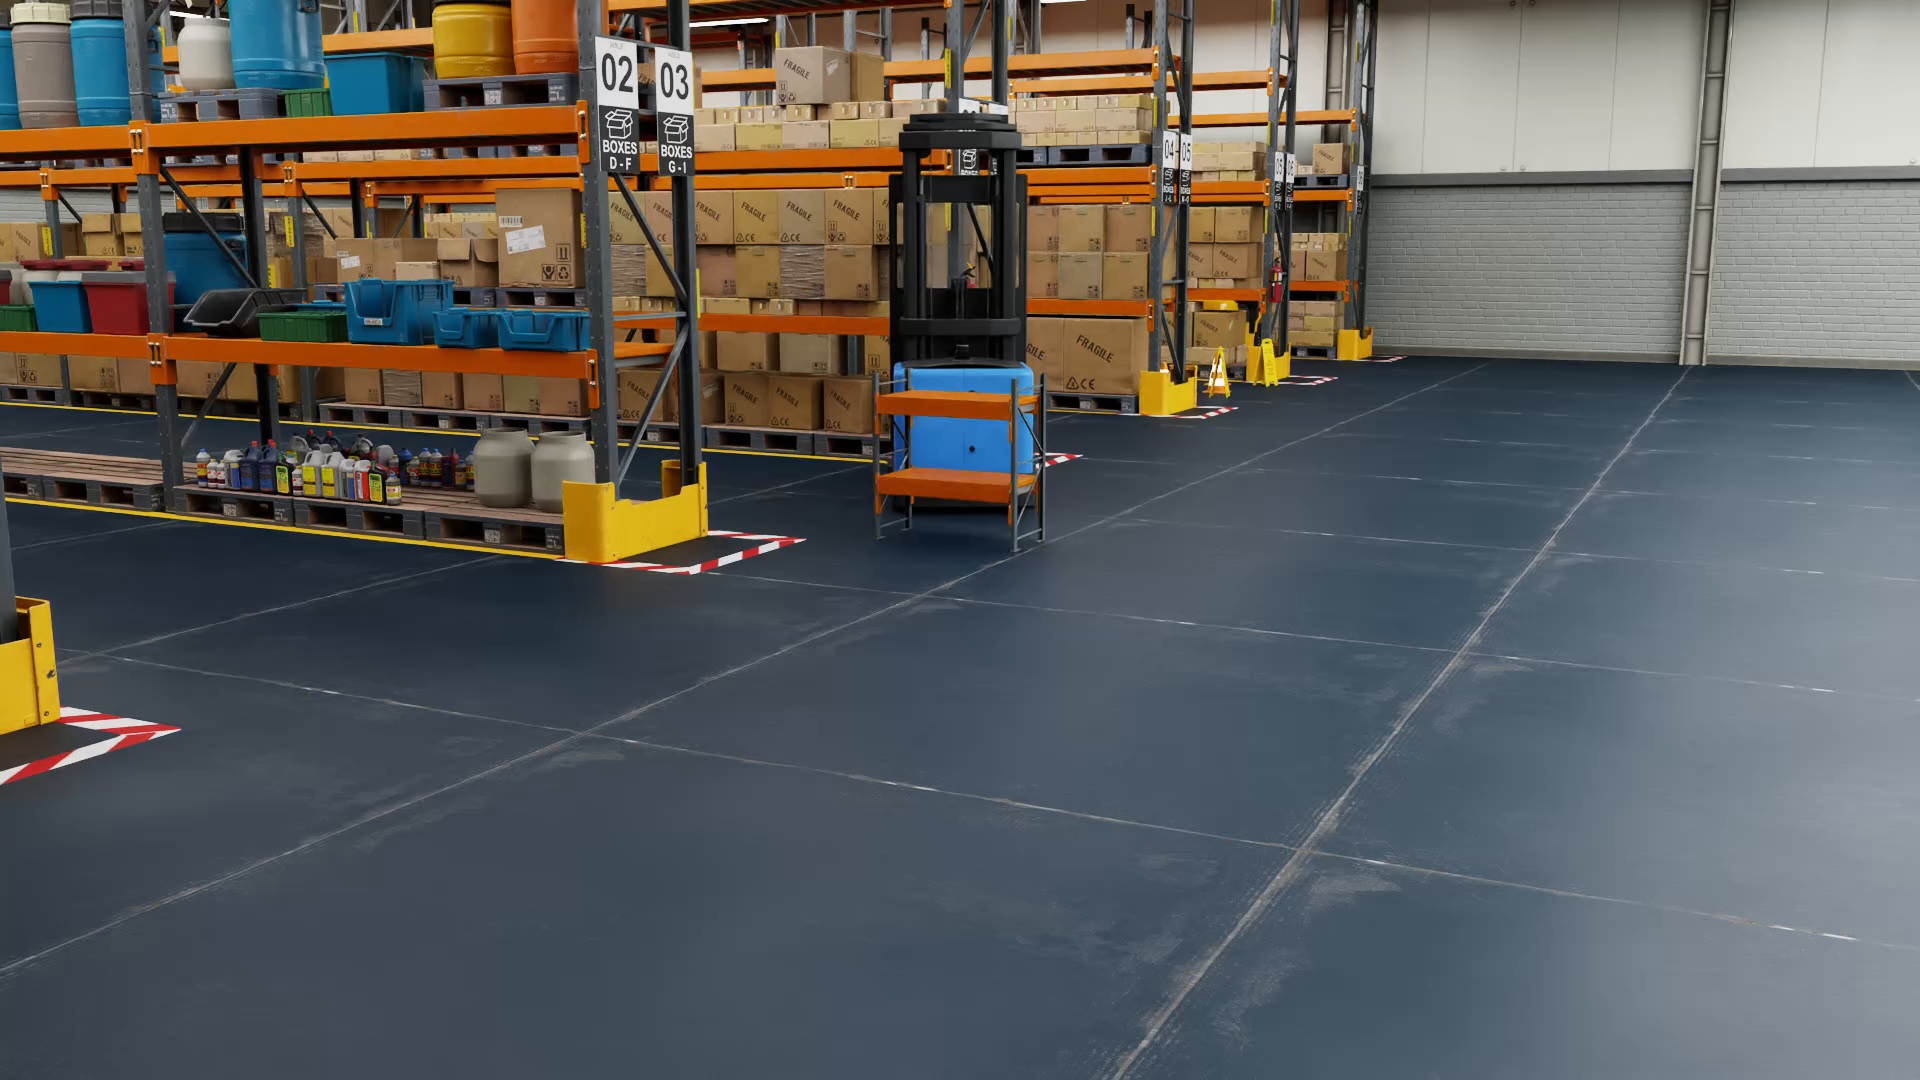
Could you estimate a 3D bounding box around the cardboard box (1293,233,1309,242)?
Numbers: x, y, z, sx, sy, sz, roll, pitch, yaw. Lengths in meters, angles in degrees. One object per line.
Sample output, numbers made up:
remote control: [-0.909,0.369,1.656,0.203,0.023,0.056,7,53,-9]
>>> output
cardboard box: [5.842,-5.143,28.285,0.250,0.149,0.380,5,12,27]

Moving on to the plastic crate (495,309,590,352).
plastic crate: [-2.613,-1.354,10.708,0.616,0.251,0.499,5,11,26]

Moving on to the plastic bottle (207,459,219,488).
plastic bottle: [-5.436,-0.487,12.122,0.097,0.201,0.097,0,10,0]

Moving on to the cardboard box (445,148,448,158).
cardboard box: [-5.580,-4.184,17.925,0.500,0.250,0.500,5,12,27]

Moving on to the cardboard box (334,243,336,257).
cardboard box: [-8.875,-4.145,24.595,0.500,0.500,0.500,5,11,26]

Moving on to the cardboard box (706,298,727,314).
cardboard box: [-2.236,-2.259,15.994,0.250,0.149,0.380,5,11,26]

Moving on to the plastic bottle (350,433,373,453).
plastic bottle: [-4.452,-0.619,12.429,0.185,0.351,0.144,5,11,25]

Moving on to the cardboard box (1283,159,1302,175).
cardboard box: [5.633,-6.305,28.140,0.258,0.266,0.396,5,11,26]

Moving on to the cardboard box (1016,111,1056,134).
cardboard box: [0.985,-4.889,19.522,0.500,0.250,0.500,5,11,25]

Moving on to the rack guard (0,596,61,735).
rack guard: [-4.205,0.587,6.583,0.348,0.500,1.175,5,11,26]

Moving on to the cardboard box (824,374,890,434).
cardboard box: [-0.944,-1.297,15.813,0.500,0.500,0.500,9,14,41]

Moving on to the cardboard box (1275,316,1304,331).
cardboard box: [5.718,-3.732,28.565,0.500,0.250,0.500,5,11,25]

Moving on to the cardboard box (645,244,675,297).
cardboard box: [-2.618,-2.647,16.318,0.500,0.500,0.875,5,11,26]

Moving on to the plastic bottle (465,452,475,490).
plastic bottle: [-3.520,-0.502,12.009,0.097,0.271,0.097,0,10,0]

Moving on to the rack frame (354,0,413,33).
rack frame: [-8.316,-6.909,24.135,0.127,3.000,1.000,5,11,26]

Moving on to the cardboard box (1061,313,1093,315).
cardboard box: [1.853,-3.217,25.021,0.500,0.500,0.500,6,12,28]

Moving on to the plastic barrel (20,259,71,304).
plastic barrel: [-7.426,-2.020,13.588,0.433,0.535,0.433,0,10,0]

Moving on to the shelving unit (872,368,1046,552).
shelving unit: [-0.006,-0.554,11.133,1.048,1.125,0.538,5,11,26]

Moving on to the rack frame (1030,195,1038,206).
rack frame: [0.958,-4.125,25.598,0.127,3.000,1.000,5,11,26]

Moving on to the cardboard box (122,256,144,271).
cardboard box: [-9.400,-3.066,19.470,0.500,0.500,0.500,5,11,25]

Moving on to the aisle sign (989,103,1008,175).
aisle sign: [0.348,-3.549,15.118,0.004,0.787,0.394,5,11,26]

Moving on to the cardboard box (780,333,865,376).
cardboard box: [-1.738,-2.460,21.540,0.750,0.750,1.050,5,11,26]

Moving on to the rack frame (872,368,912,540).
rack frame: [-0.462,-0.594,11.354,0.032,1.125,0.500,5,11,26]

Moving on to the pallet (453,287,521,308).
pallet: [-5.221,-2.613,17.786,1.213,0.211,1.003,5,11,26]

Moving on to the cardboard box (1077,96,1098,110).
cardboard box: [1.540,-5.024,19.151,0.250,0.149,0.380,5,12,27]

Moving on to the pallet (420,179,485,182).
pallet: [-6.878,-5.193,23.607,1.003,0.211,1.213,5,11,26]

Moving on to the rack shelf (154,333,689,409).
rack shelf: [-3.825,-1.239,11.675,4.000,0.370,1.077,5,11,26]

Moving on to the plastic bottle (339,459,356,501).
plastic bottle: [-4.211,-0.422,11.551,0.135,0.276,0.152,5,11,24]

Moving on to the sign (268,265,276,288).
sign: [-5.365,-1.974,12.938,0.005,0.325,0.100,5,11,26]

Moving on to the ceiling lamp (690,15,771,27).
ceiling lamp: [-4.244,-10.955,30.104,2.000,3.185,0.800,5,11,26]

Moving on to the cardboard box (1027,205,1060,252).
cardboard box: [1.153,-3.746,20.052,0.550,0.550,0.875,5,11,26]

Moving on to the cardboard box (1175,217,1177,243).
cardboard box: [3.037,-4.567,24.120,0.500,0.500,0.700,5,11,25]

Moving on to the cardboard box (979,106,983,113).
cardboard box: [0.015,-3.884,15.146,0.250,0.149,0.380,5,11,25]

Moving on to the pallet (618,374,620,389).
pallet: [-4.055,-2.195,22.766,1.213,0.211,1.003,5,11,26]

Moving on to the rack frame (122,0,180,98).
rack frame: [-5.619,-4.703,11.948,0.127,3.000,1.000,5,11,26]

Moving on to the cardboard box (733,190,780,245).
cardboard box: [-1.786,-3.037,15.666,0.500,0.500,0.500,5,11,26]

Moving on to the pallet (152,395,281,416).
pallet: [-8.778,-1.656,19.785,1.213,0.211,1.003,5,11,26]

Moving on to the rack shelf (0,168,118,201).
rack shelf: [-12.395,-4.452,21.004,4.000,0.370,1.077,5,11,26]

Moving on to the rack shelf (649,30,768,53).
rack shelf: [-5.817,-9.939,33.568,4.000,0.370,1.077,5,11,26]

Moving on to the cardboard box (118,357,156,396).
cardboard box: [-9.217,-2.216,19.839,0.875,0.875,1.225,5,11,24]

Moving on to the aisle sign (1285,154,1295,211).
aisle sign: [4.737,-5.133,23.871,0.004,0.787,0.394,5,11,26]

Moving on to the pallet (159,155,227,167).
pallet: [-8.619,-4.370,19.062,1.213,0.211,1.003,6,12,28]

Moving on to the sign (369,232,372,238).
sign: [-8.549,-4.295,24.110,0.005,0.325,0.100,5,11,26]

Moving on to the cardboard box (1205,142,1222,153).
cardboard box: [3.660,-5.577,23.668,0.250,0.149,0.380,5,11,25]

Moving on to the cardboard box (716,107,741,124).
cardboard box: [-2.086,-3.969,15.615,0.250,0.149,0.380,5,11,25]

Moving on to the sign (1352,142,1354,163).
sign: [6.485,-6.390,27.426,0.005,0.325,0.100,5,11,26]

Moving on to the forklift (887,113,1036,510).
forklift: [-0.025,-1.882,13.397,1.130,2.935,3.031,0,10,-2]

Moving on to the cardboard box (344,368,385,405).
cardboard box: [-6.405,-1.794,18.504,0.500,0.500,0.700,4,11,23]

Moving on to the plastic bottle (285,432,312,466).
plastic bottle: [-4.978,-0.636,12.526,0.185,0.351,0.144,5,11,26]

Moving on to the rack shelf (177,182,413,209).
rack shelf: [-10.110,-5.236,25.337,4.000,0.370,1.077,5,11,26]

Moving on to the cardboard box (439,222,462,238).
cardboard box: [-9.033,-5.489,30.046,0.500,0.500,0.500,5,11,24]

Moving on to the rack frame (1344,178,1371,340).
rack frame: [6.738,-4.603,28.238,0.127,3.000,1.000,5,11,26]

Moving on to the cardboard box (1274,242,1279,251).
cardboard box: [5.377,-5.034,28.520,0.250,0.149,0.380,5,11,24]

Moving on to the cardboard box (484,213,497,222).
cardboard box: [-8.236,-5.730,29.556,0.250,0.149,0.380,5,11,24]

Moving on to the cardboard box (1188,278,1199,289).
cardboard box: [3.374,-3.723,24.081,0.250,0.149,0.380,5,12,27]

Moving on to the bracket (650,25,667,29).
bracket: [-7.089,-10.649,34.696,4.783,0.066,0.076,5,11,26]
